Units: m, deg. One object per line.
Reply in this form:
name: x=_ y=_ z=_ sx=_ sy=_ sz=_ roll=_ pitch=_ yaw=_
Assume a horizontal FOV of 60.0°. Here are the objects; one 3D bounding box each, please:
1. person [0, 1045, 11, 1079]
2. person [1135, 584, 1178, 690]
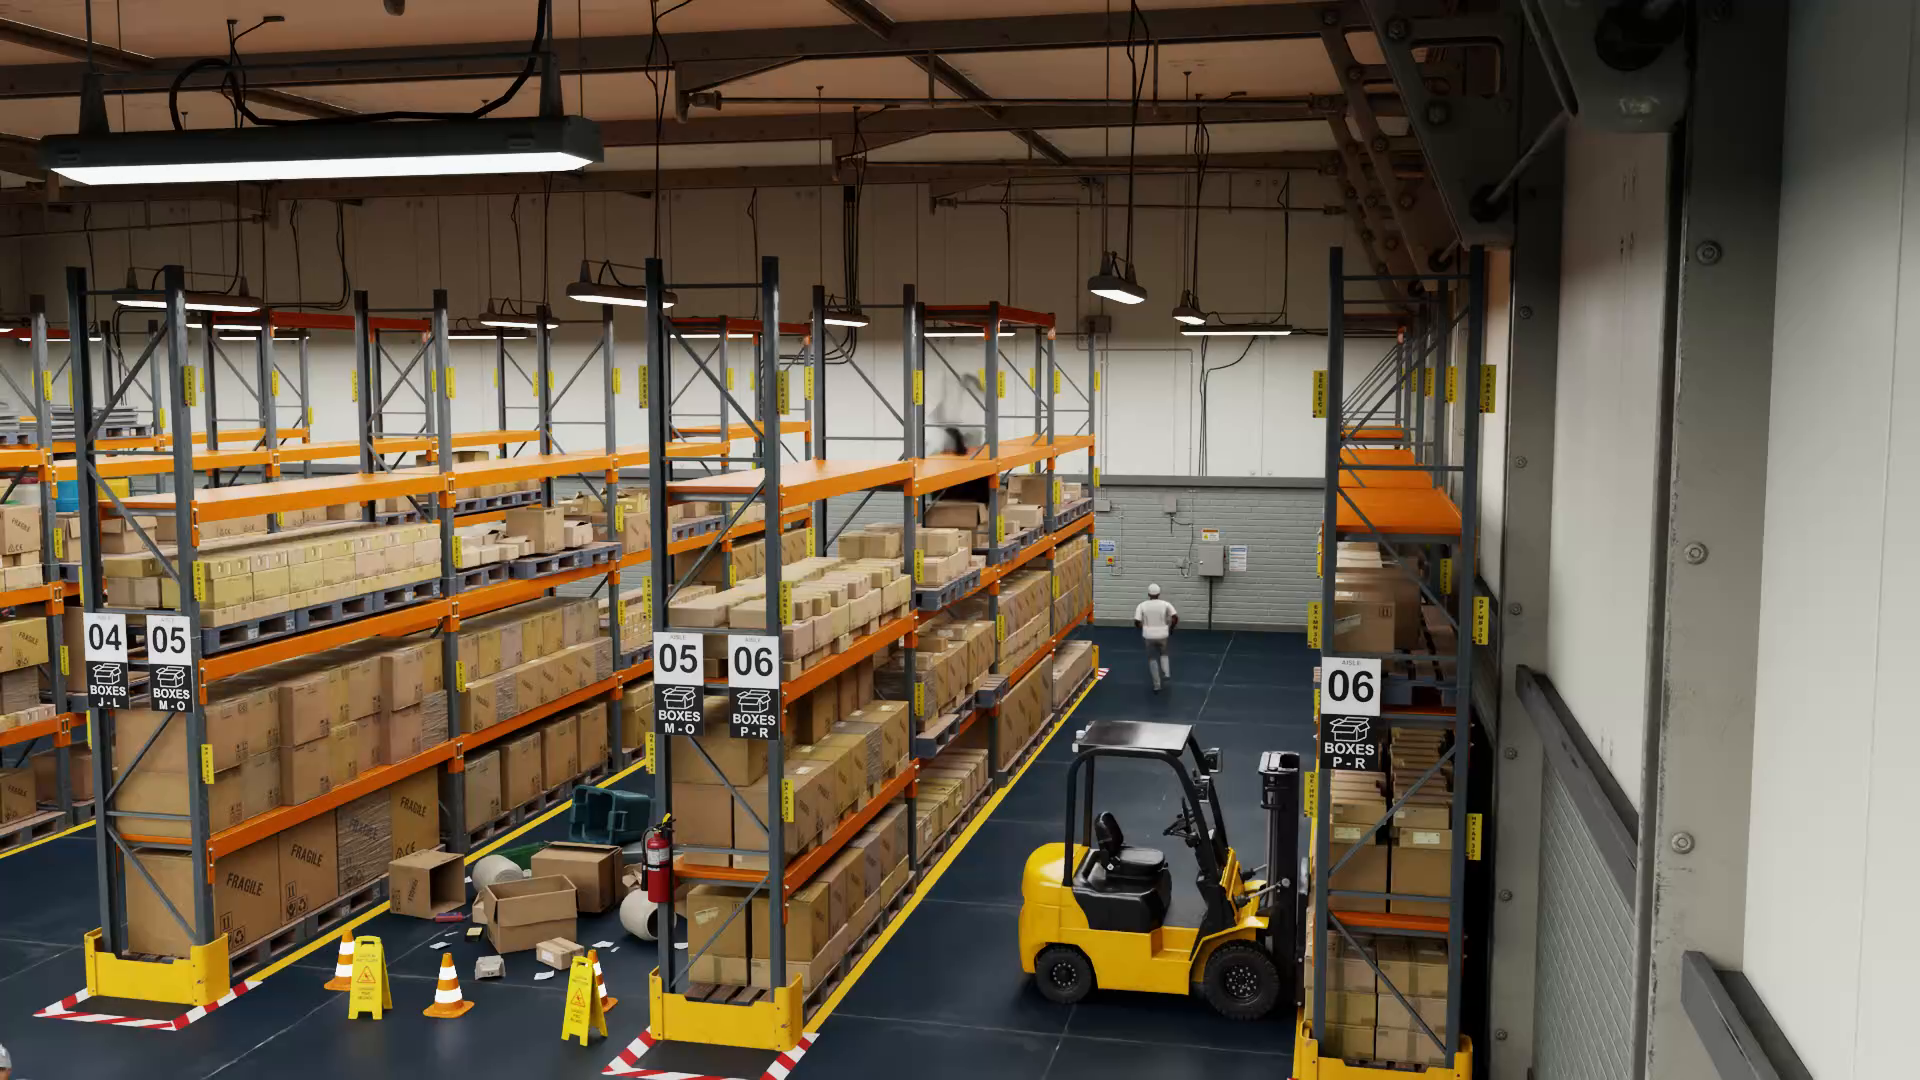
person: x=-5.031 y=3.470 z=8.759 sx=0.595 sy=1.623 sz=0.545 roll=-4 pitch=7 yaw=-34
person: x=3.188 y=1.559 z=27.165 sx=0.692 sy=1.718 sz=0.605 roll=0 pitch=6 yaw=2
